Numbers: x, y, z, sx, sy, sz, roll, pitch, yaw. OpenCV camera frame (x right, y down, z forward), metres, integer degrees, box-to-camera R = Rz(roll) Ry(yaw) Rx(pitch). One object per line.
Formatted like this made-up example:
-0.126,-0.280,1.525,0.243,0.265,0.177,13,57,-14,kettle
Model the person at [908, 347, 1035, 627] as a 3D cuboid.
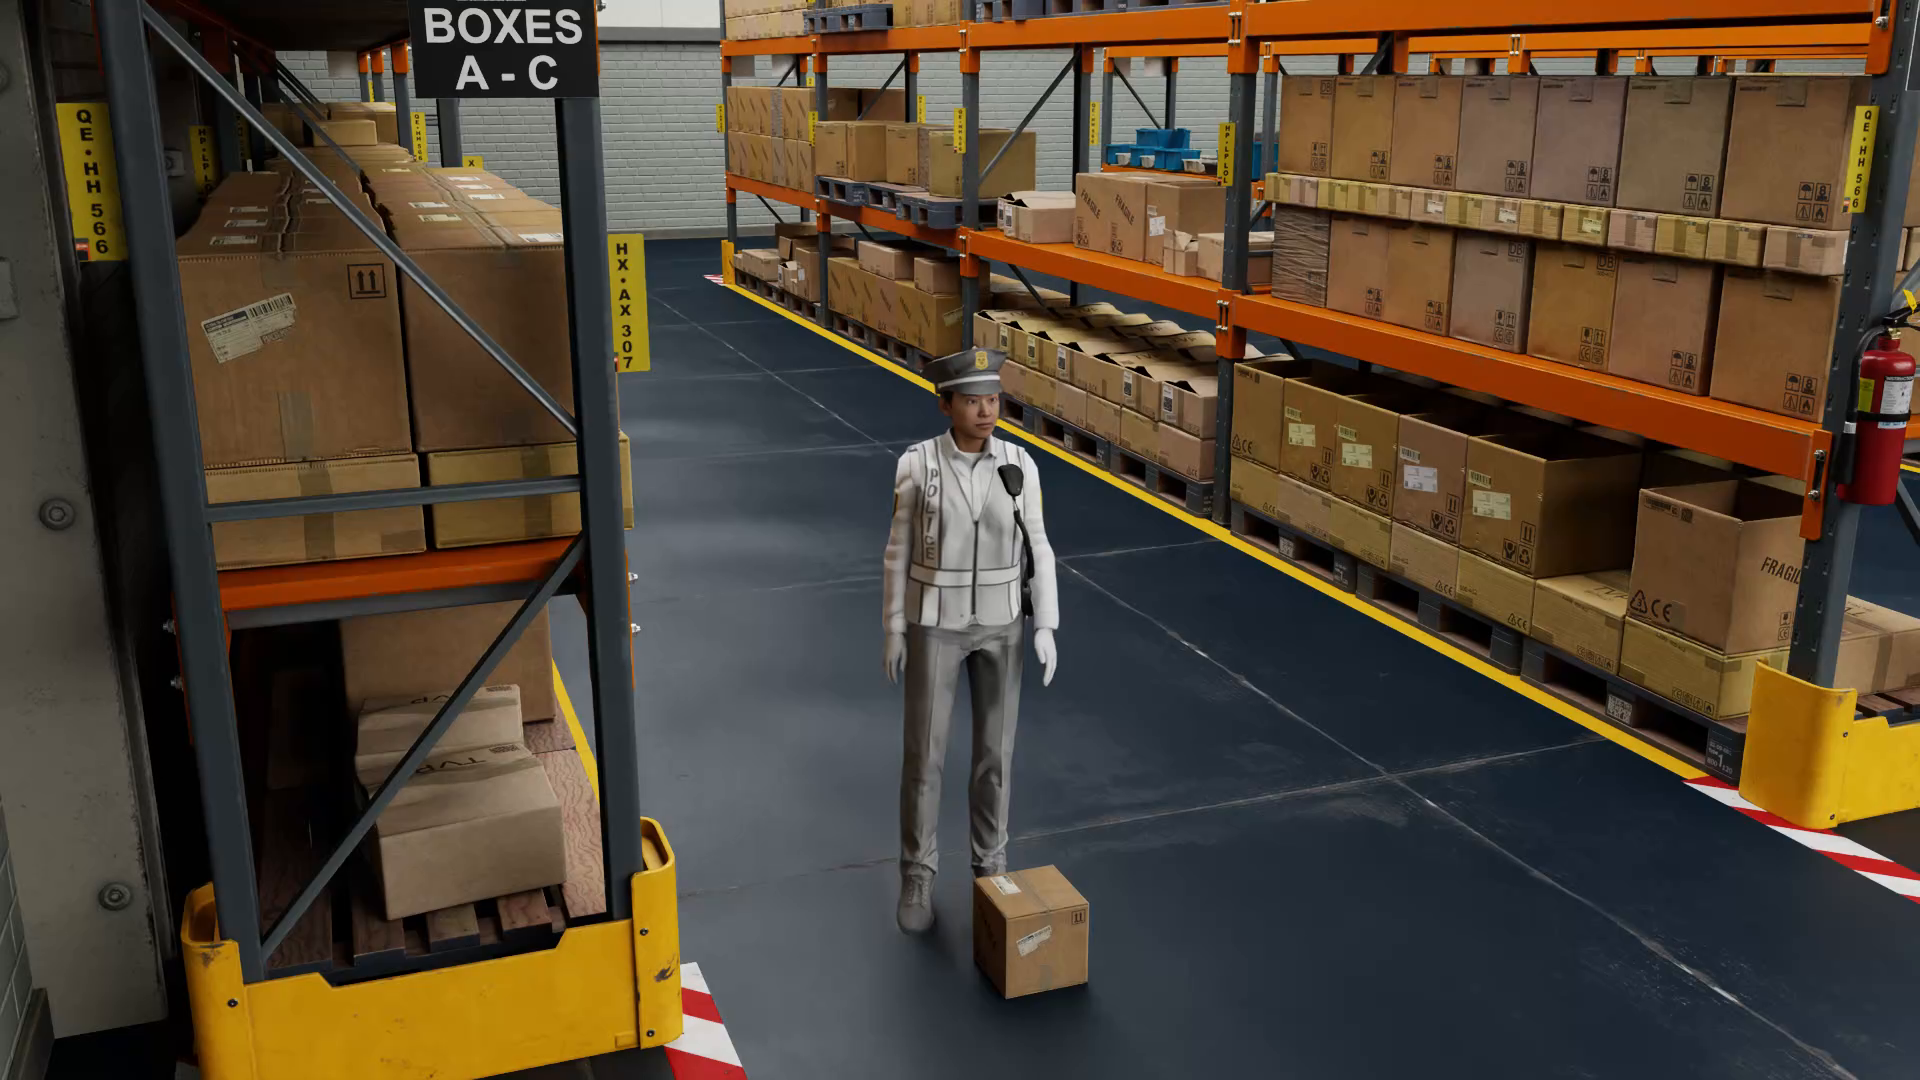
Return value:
0.028,-0.161,4.829,0.374,0.816,0.348,-3,16,-11,person
